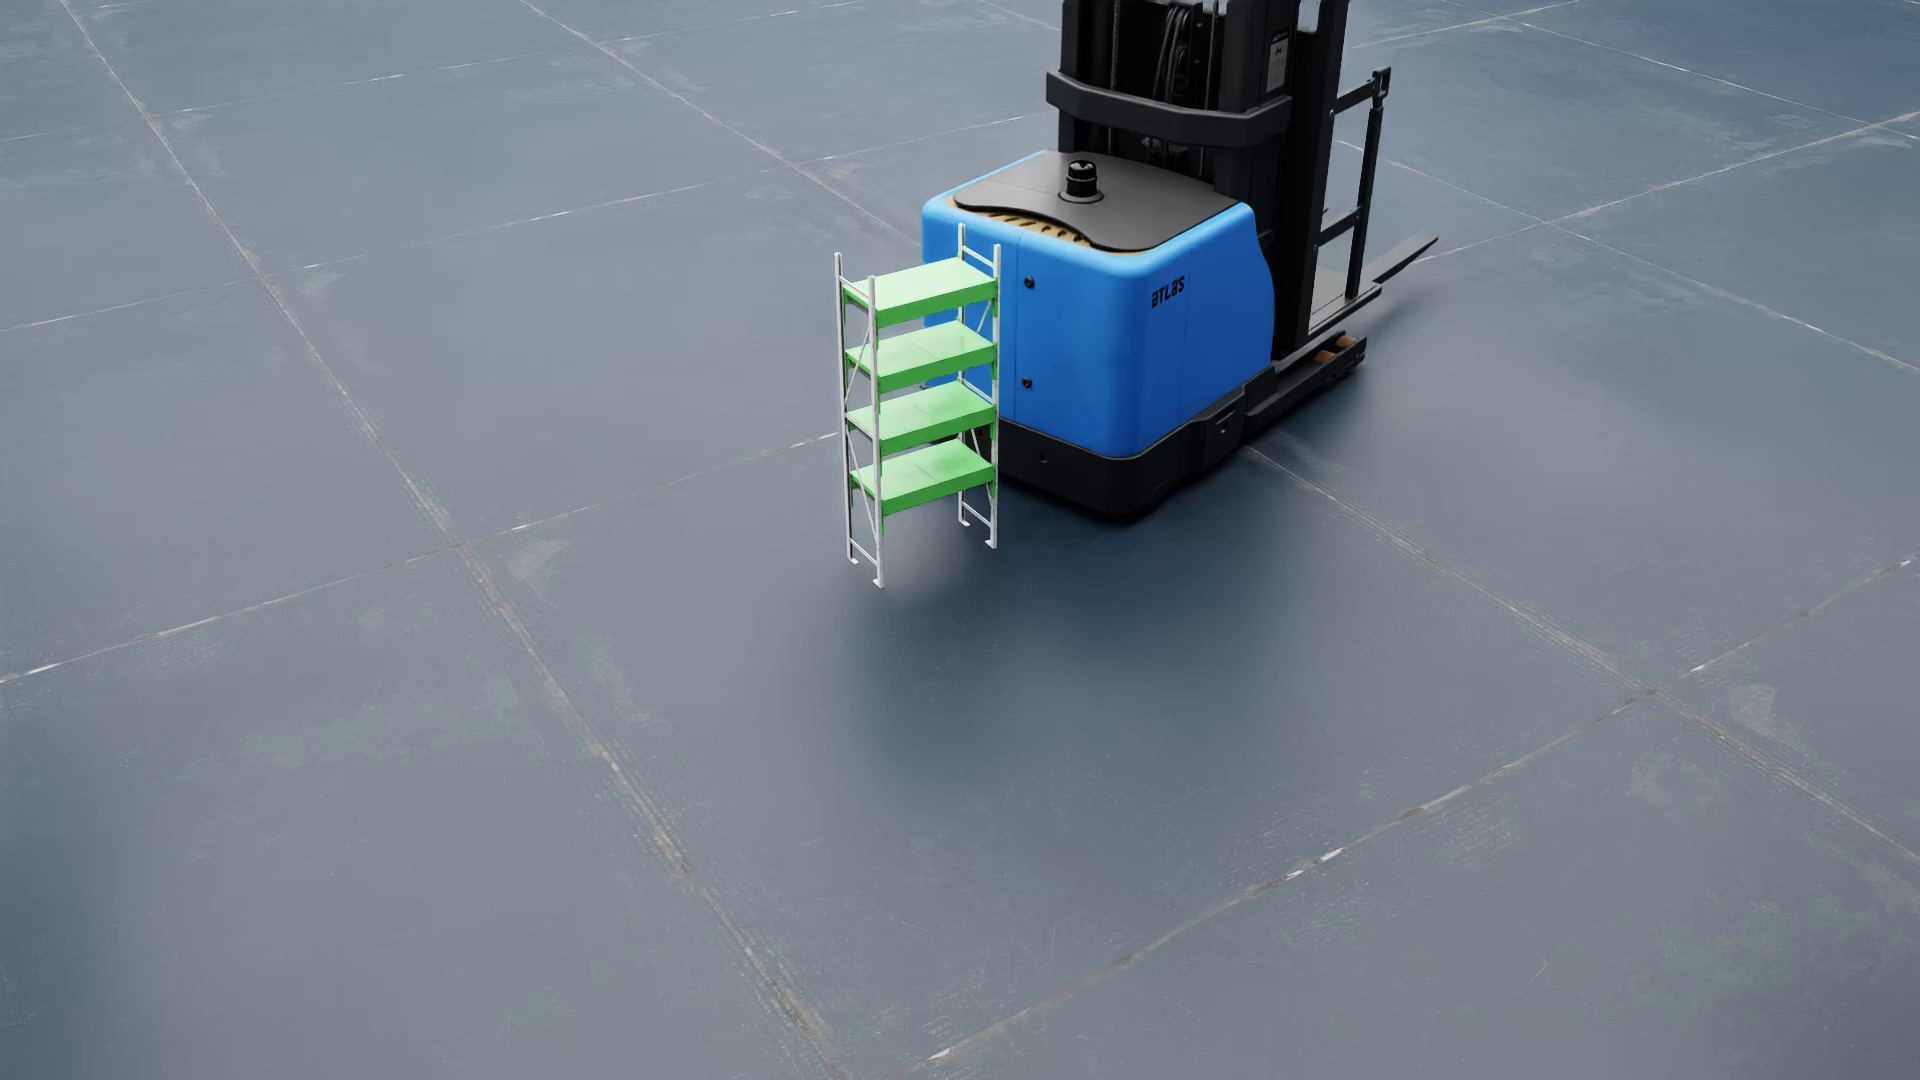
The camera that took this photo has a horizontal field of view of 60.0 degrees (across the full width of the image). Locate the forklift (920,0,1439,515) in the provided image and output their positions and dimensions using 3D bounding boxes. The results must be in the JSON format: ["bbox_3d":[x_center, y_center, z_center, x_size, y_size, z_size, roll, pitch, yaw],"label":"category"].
[{"bbox_3d":[1.158,-2.053,6.757,1.130,2.935,3.031,23,39,32],"label":"forklift"}]

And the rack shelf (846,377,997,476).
[{"bbox_3d":[-0.139,-0.406,5.888,0.480,0.148,0.258,-19,37,-27],"label":"rack shelf"}]

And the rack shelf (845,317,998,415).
[{"bbox_3d":[-0.139,-0.609,5.760,0.480,0.148,0.258,-19,37,-27],"label":"rack shelf"}]

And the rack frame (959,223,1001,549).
[{"bbox_3d":[0.066,-0.530,5.966,0.015,1.200,0.240,-19,37,-27],"label":"rack frame"}]

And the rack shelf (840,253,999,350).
[{"bbox_3d":[-0.139,-0.812,5.632,0.480,0.148,0.258,-19,37,-27],"label":"rack shelf"}]

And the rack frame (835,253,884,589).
[{"bbox_3d":[-0.344,-0.389,5.742,0.015,1.200,0.240,-19,37,-27],"label":"rack frame"}]

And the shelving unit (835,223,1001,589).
[{"bbox_3d":[-0.139,-0.460,5.854,0.503,1.200,0.258,-19,37,-27],"label":"shelving unit"}]

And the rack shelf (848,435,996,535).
[{"bbox_3d":[-0.139,-0.203,6.016,0.480,0.148,0.258,-19,37,-27],"label":"rack shelf"}]
